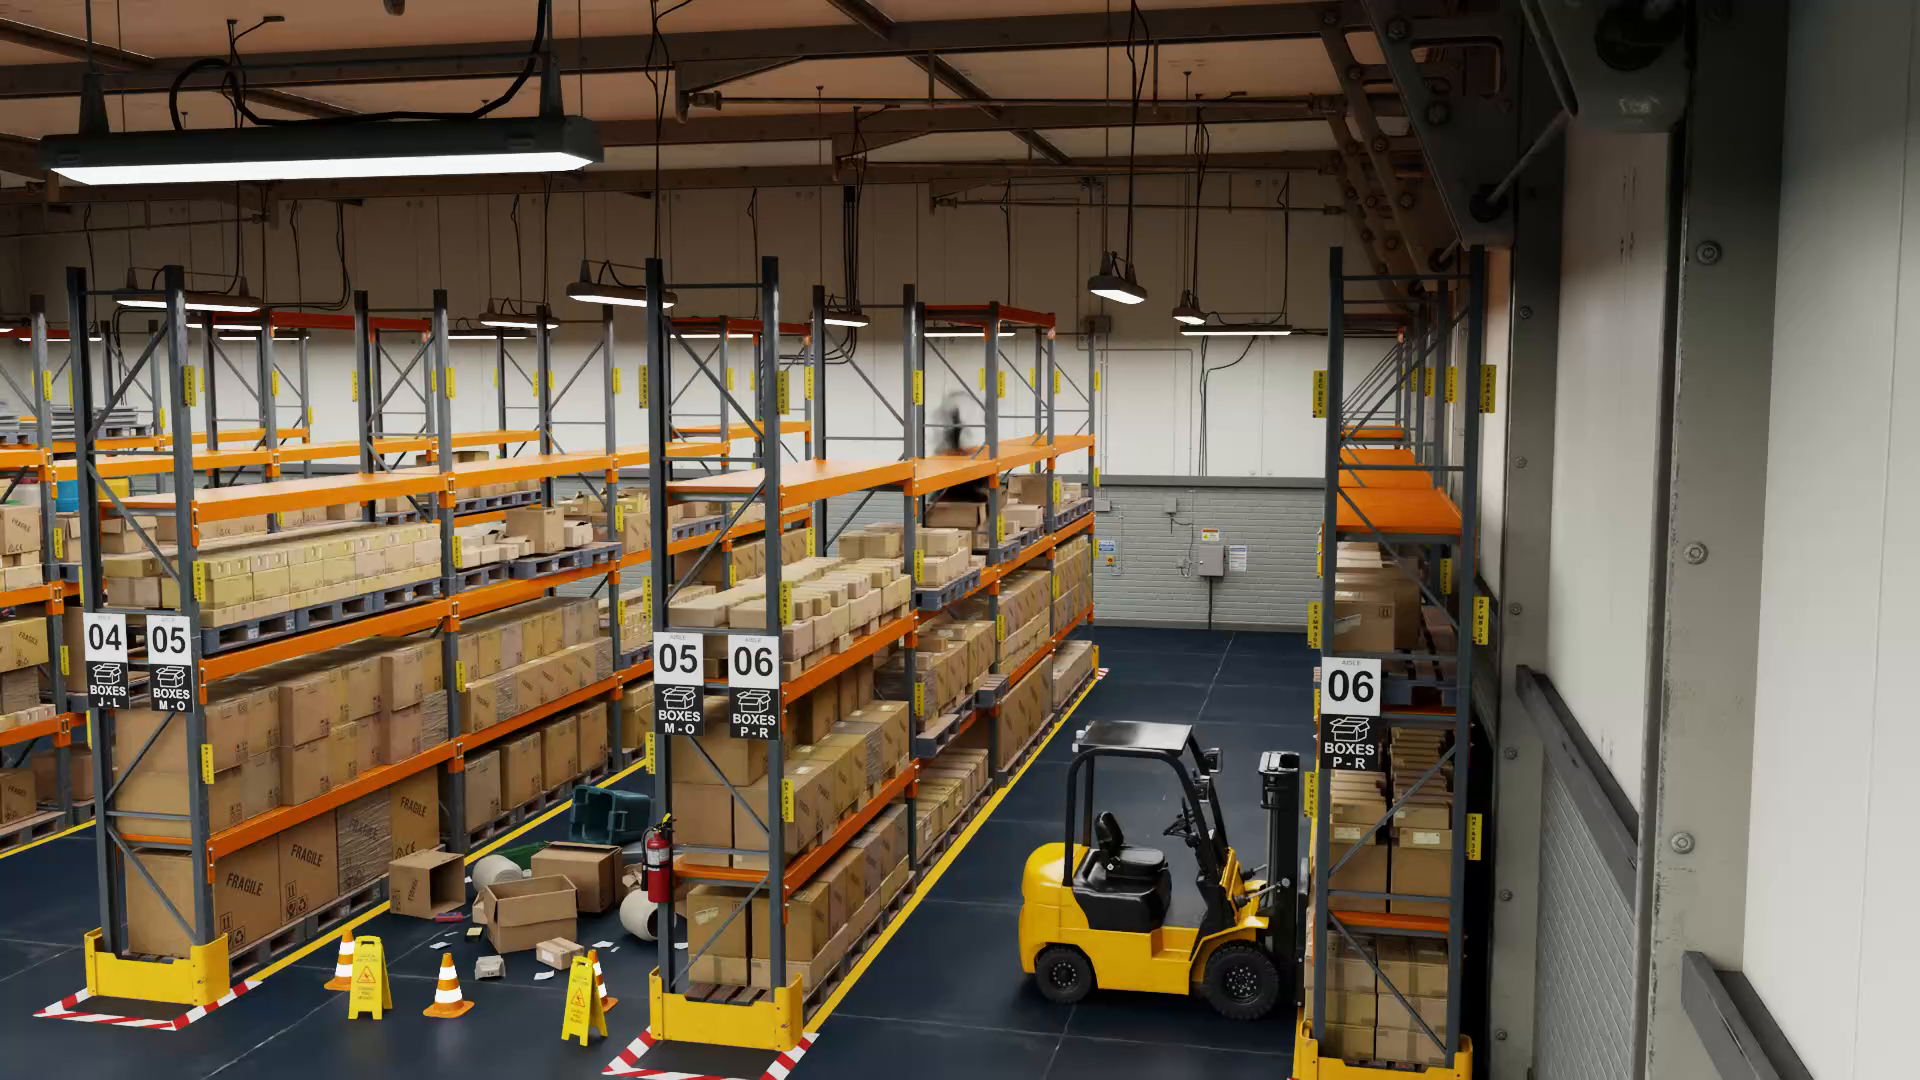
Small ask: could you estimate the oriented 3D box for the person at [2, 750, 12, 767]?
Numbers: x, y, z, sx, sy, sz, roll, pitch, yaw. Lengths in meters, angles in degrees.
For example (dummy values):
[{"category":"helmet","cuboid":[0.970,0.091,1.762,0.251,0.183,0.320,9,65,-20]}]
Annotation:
[{"category":"person","cuboid":[-12.083,2.228,20.619,0.564,1.653,0.970,1,6,6]}]
